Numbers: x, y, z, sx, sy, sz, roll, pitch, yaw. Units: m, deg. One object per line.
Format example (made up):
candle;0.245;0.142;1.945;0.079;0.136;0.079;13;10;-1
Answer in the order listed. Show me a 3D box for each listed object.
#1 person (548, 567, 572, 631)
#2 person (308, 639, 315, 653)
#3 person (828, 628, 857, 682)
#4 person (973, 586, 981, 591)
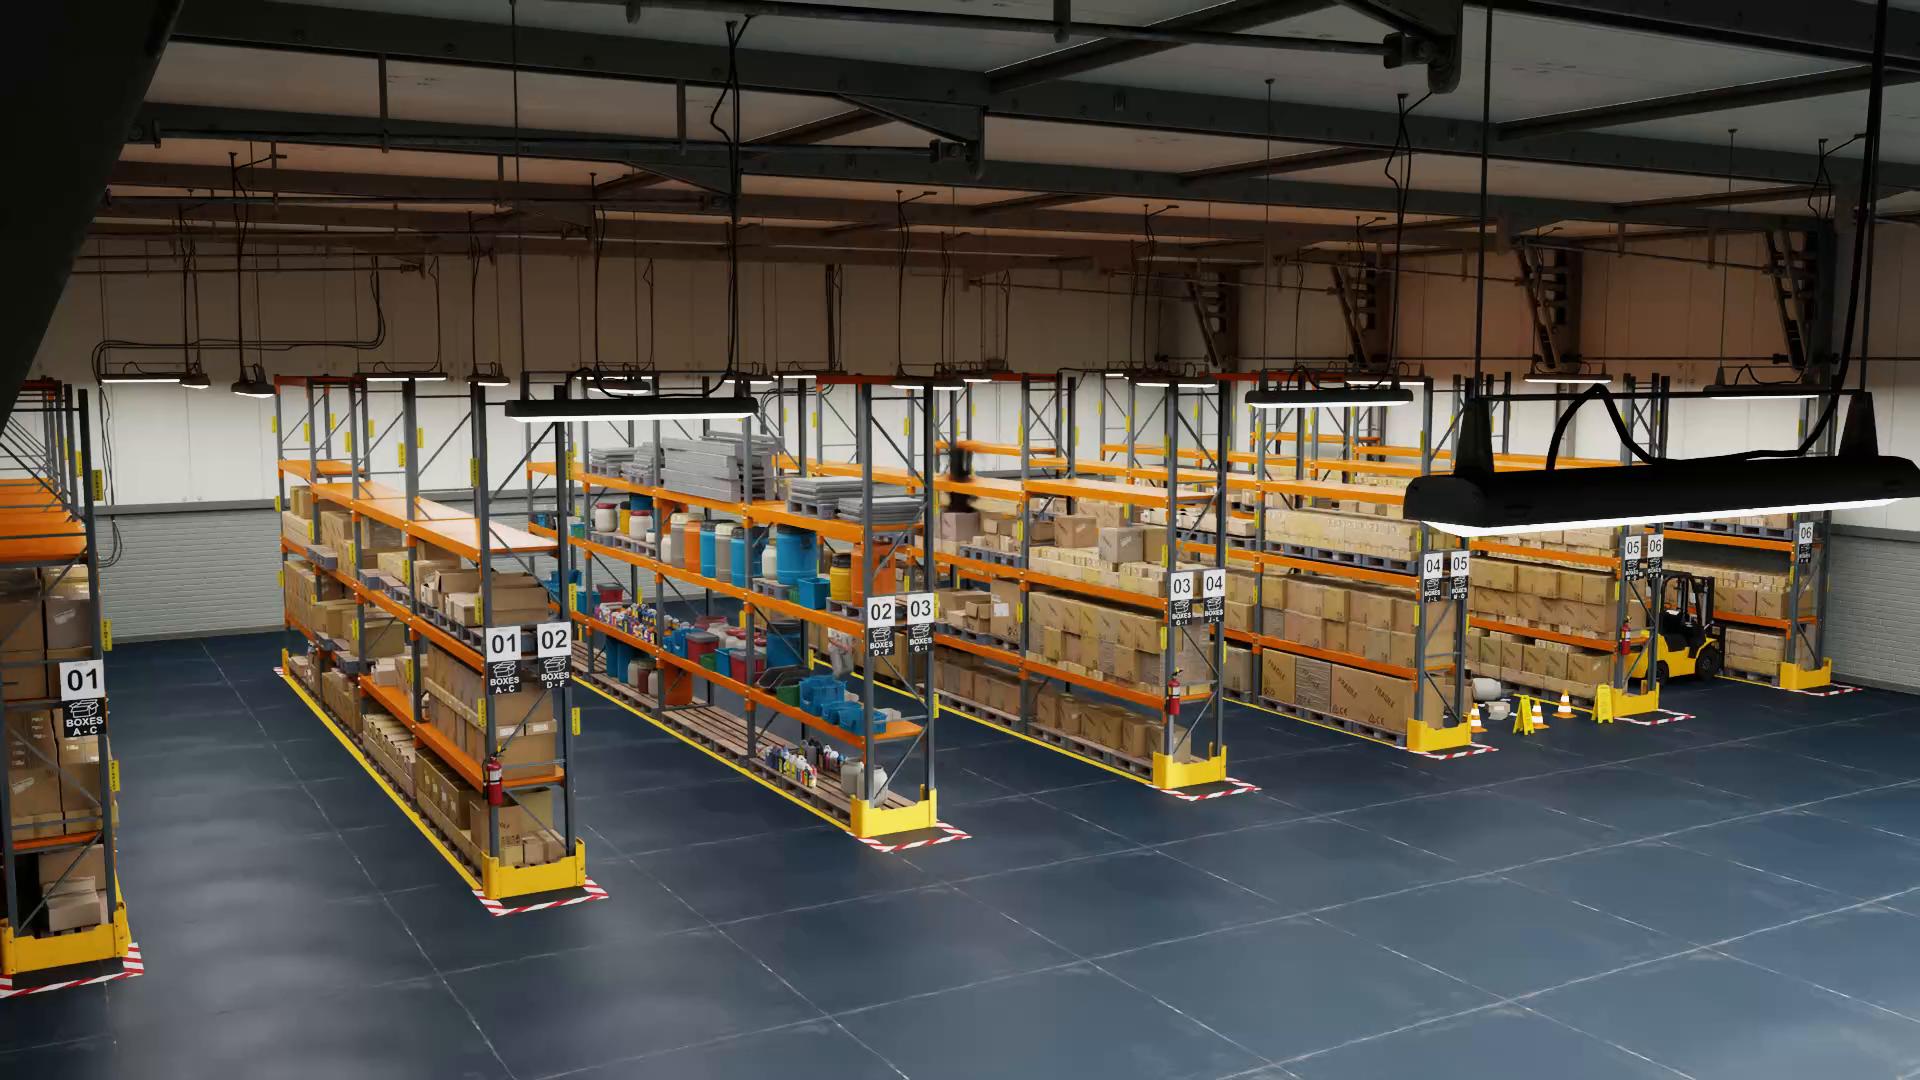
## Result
person;-9.143;1.426;37.791;0.980;1.632;0.658;-4;7;-31
person;-13.460;1.605;35.108;0.810;1.800;0.642;3;7;29
person;-2.263;2.074;31.457;0.647;1.656;0.781;-5;8;-41
person;0.268;1.783;34.624;0.544;1.506;0.738;-2;7;-18
